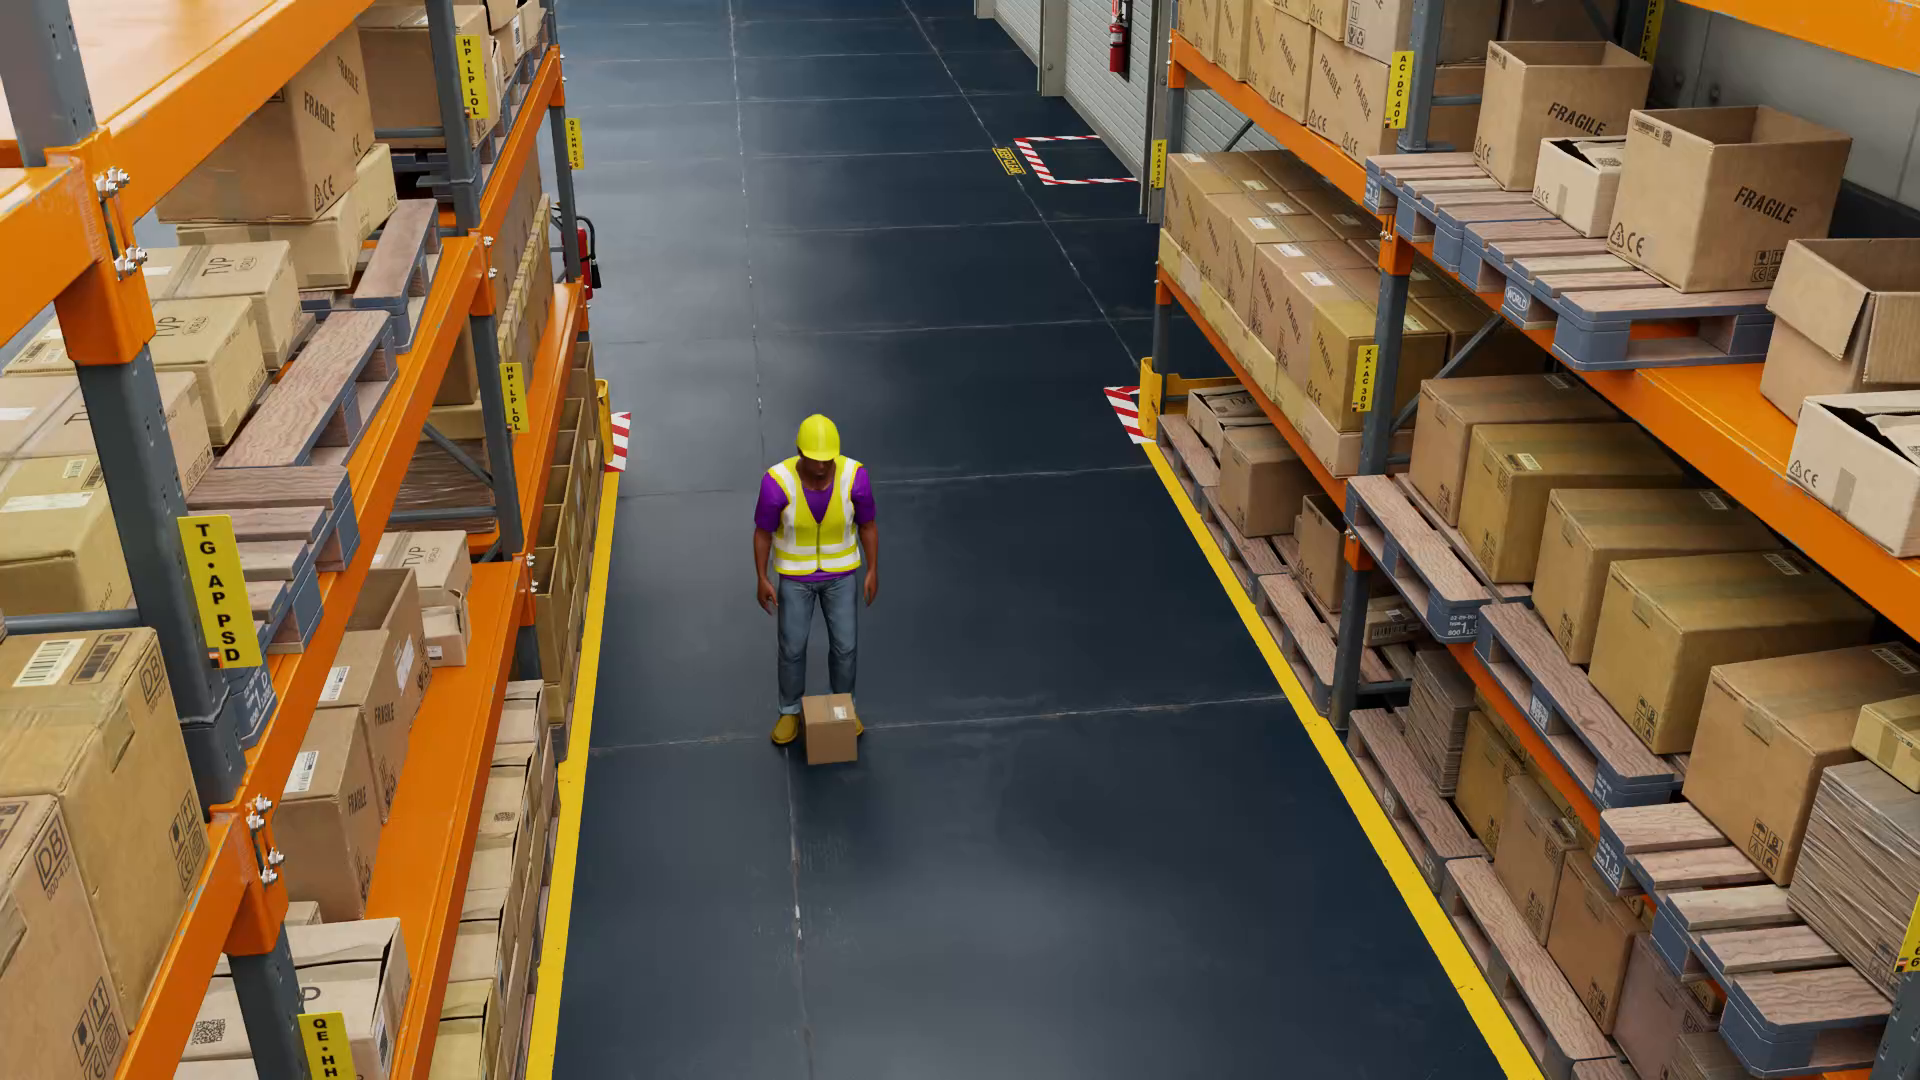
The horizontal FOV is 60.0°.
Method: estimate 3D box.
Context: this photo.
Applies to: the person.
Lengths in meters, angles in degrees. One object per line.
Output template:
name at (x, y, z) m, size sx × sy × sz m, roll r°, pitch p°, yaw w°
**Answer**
person at (-0.702, 0.180, 8.246) m, size 0.621 × 1.759 × 0.461 m, roll -5°, pitch 27°, yaw -9°
